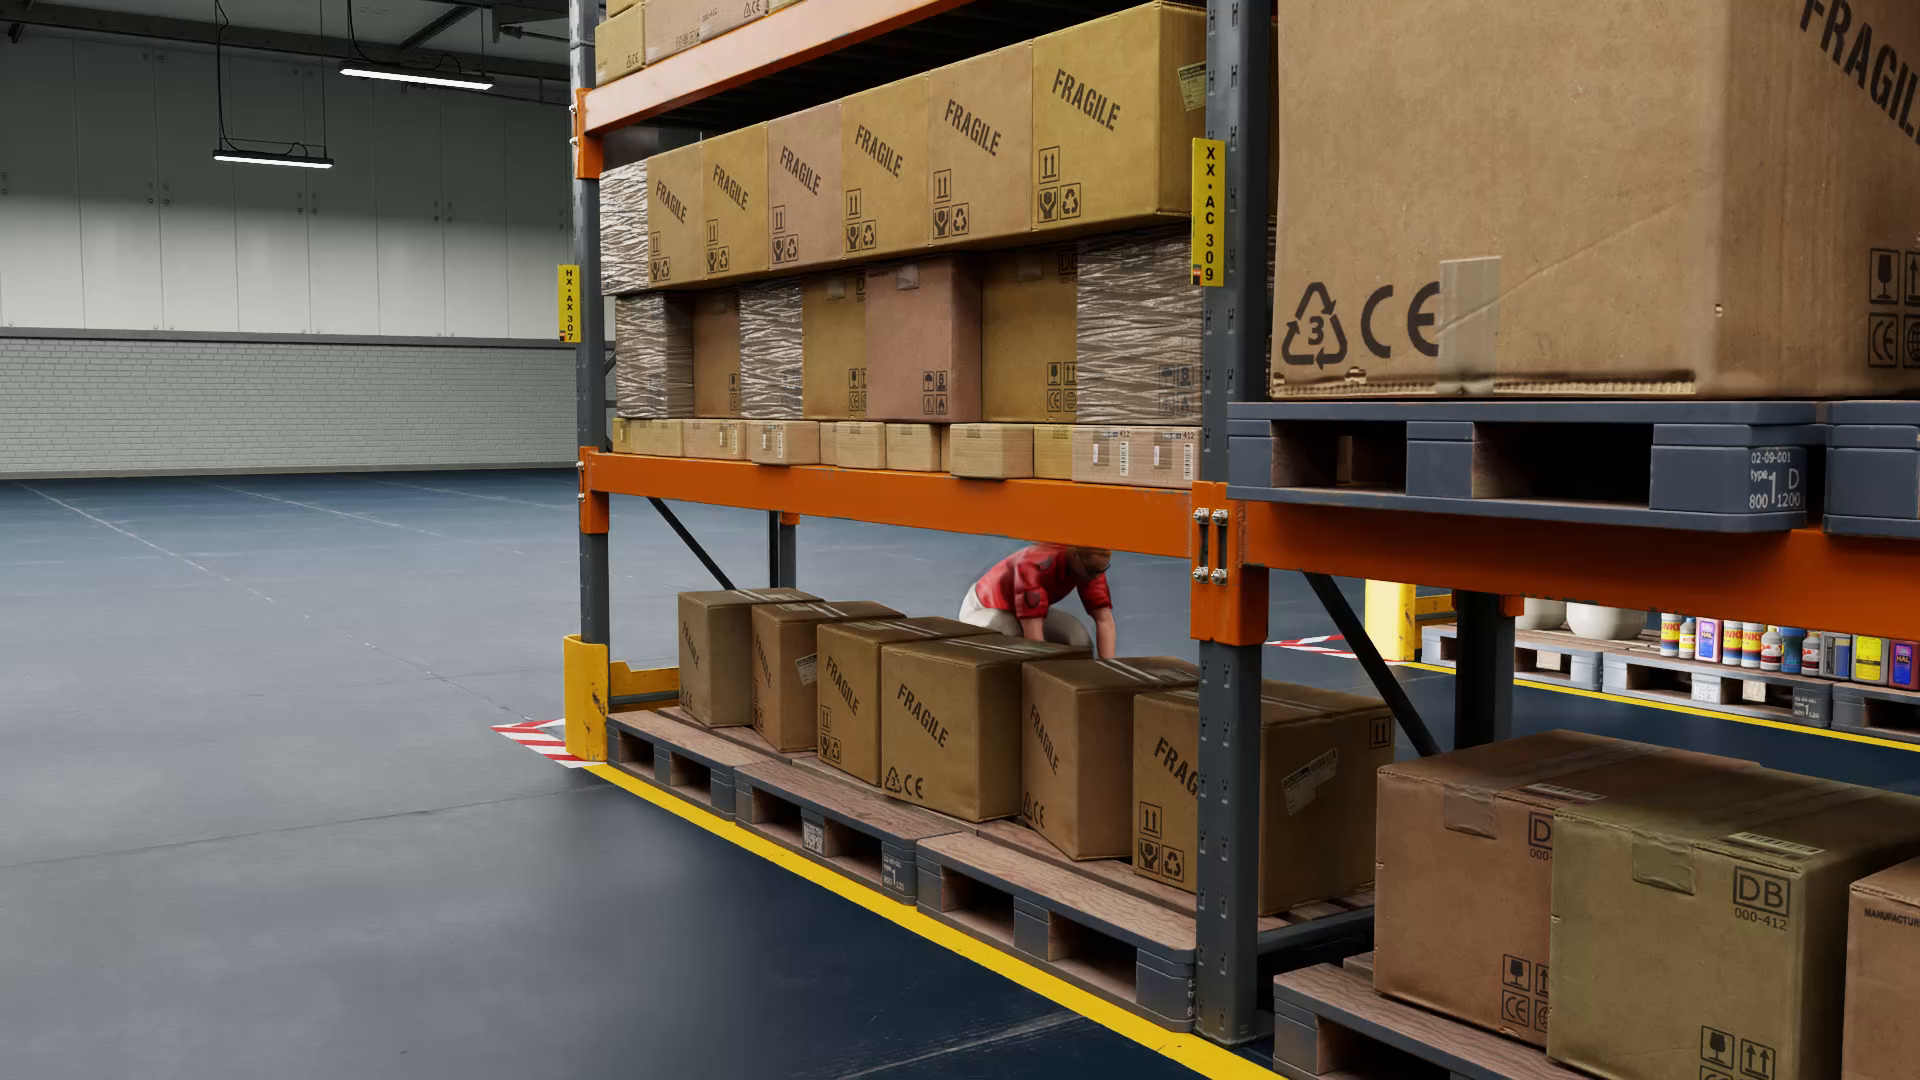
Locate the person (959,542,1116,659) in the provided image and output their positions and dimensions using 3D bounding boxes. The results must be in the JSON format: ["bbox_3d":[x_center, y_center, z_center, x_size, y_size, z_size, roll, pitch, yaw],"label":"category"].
[{"bbox_3d":[0.391,0.400,7.850,0.559,0.949,0.879,-3,6,-34],"label":"person"}]
